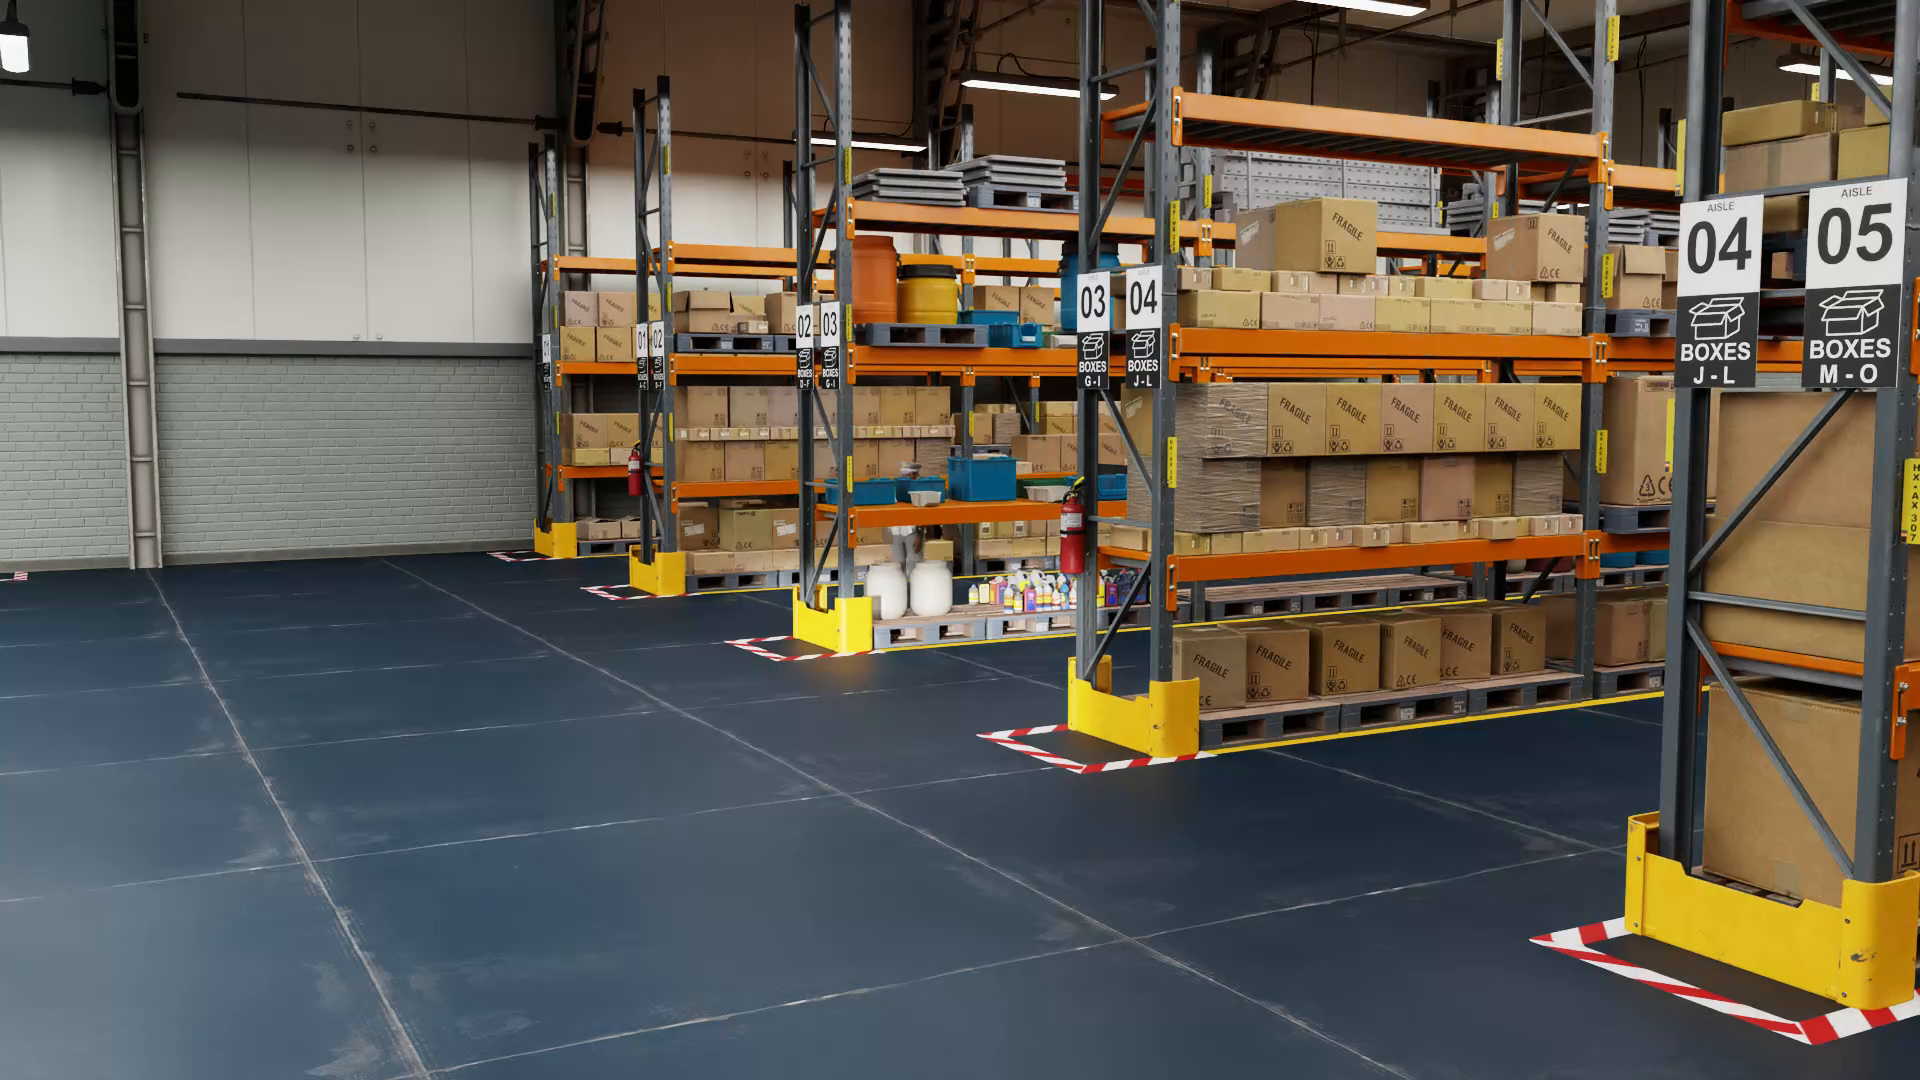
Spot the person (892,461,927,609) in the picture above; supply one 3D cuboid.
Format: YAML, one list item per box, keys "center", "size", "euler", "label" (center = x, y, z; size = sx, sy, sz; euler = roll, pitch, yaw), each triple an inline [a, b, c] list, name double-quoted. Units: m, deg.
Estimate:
- center: [-0.536, -0.011, 17.684]
  size: [0.438, 1.658, 0.341]
  euler: [5, 7, 44]
  label: "person"
